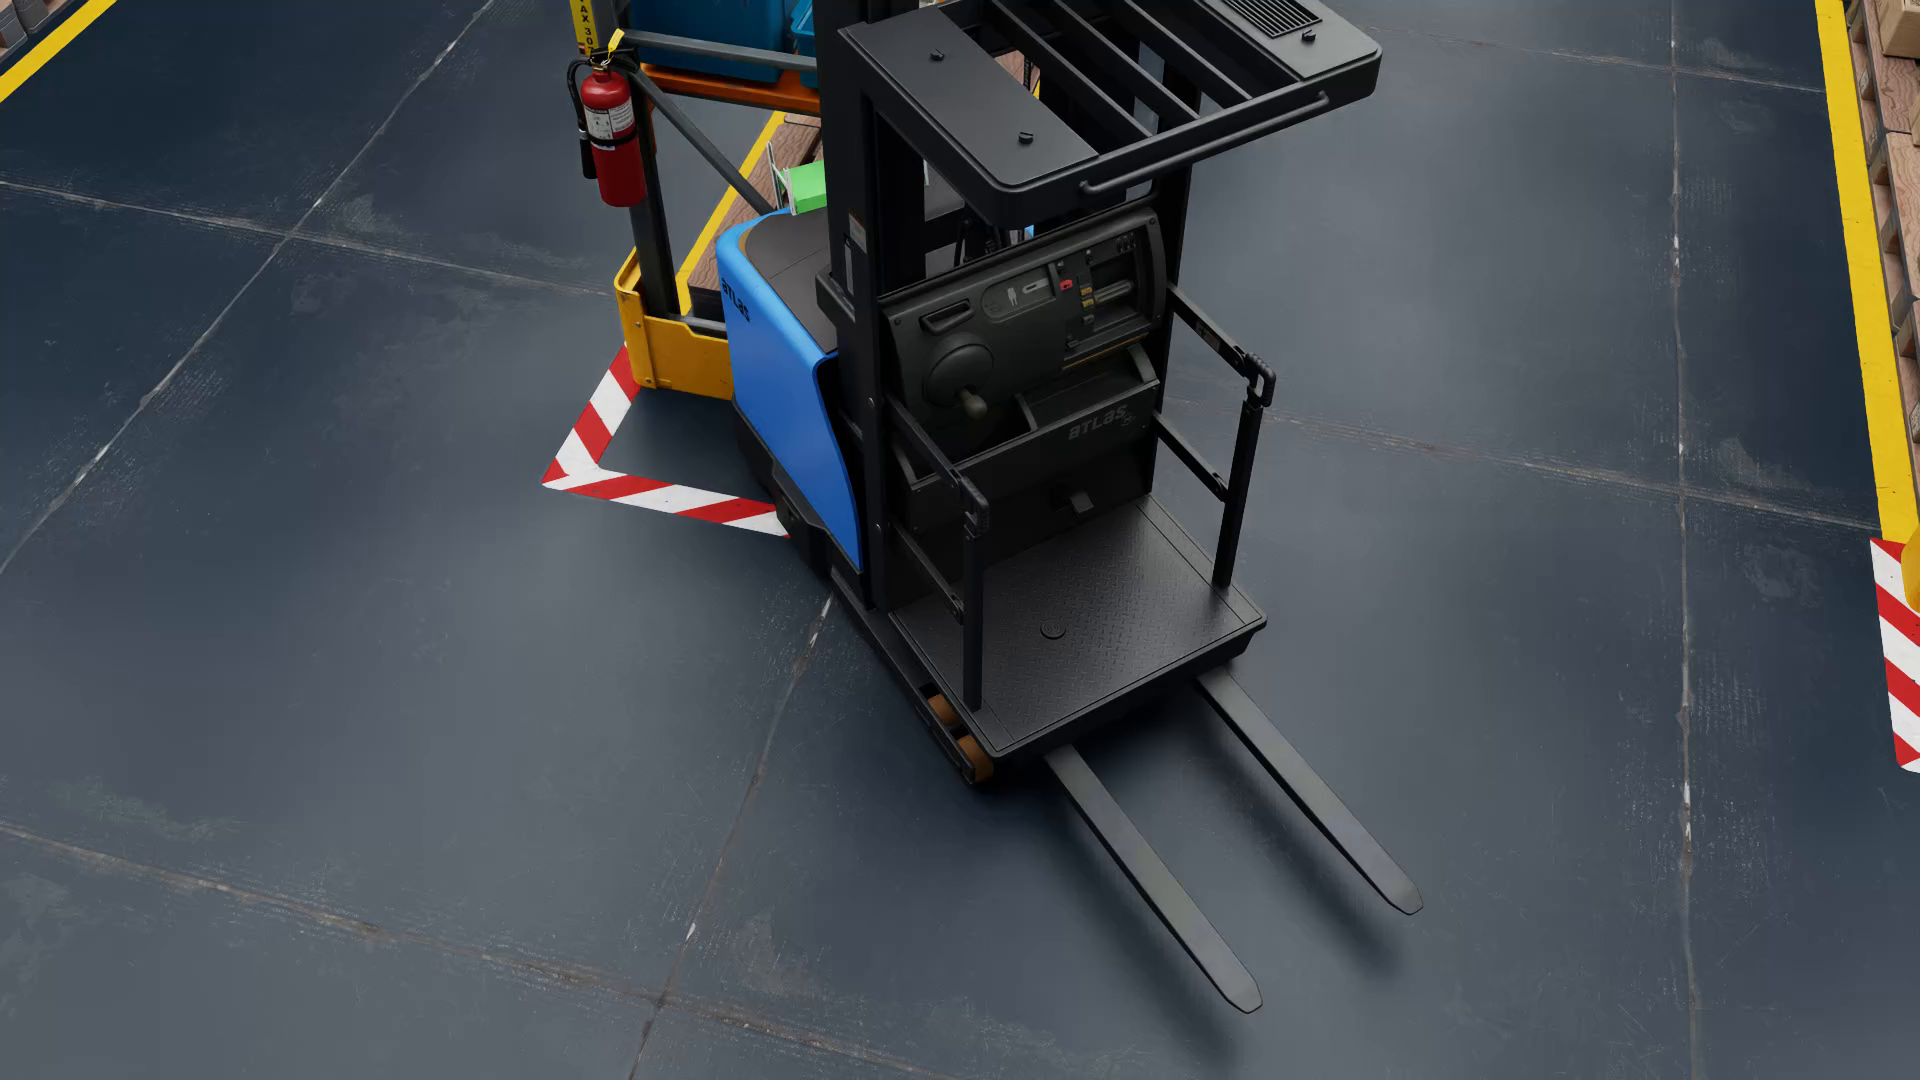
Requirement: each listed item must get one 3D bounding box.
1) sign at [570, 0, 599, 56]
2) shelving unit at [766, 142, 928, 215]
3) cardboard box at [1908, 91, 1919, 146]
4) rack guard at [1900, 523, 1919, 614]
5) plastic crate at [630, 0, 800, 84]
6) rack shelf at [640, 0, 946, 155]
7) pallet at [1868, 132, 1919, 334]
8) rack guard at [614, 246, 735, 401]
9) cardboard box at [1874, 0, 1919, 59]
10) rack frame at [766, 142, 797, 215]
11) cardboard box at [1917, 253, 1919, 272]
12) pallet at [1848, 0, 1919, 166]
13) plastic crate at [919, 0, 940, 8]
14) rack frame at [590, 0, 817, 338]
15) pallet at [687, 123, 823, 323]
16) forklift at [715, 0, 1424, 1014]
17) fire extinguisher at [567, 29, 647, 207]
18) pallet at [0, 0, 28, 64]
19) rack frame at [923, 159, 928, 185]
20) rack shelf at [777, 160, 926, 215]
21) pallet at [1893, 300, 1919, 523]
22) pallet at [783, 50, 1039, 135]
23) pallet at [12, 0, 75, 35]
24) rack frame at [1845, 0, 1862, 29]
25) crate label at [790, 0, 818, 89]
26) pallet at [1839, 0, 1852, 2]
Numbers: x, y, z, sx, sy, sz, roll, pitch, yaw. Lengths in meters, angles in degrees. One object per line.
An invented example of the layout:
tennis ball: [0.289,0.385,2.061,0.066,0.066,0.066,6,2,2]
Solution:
sign: [-1.293,-1.815,5.742,0.100,0.325,0.005,12,50,10]
shelving unit: [-0.351,-0.946,6.196,0.503,1.200,0.258,-18,41,-13]
cardboard box: [4.535,-1.896,7.519,0.380,0.166,0.250,12,50,10]
rack guard: [4.040,0.089,5.838,1.175,0.500,0.348,12,50,10]
plastic crate: [-0.850,-1.974,5.928,0.616,0.435,0.499,12,50,10]
rack shelf: [-0.232,-2.872,7.264,1.077,0.370,4.000,12,50,10]
pallet: [4.572,-1.272,7.232,1.003,0.211,1.213,12,50,10]
rack guard: [-0.752,-0.817,6.637,1.175,0.500,0.348,12,50,10]
cardboard box: [4.753,-2.572,8.019,0.500,0.311,0.500,12,50,10]
rack frame: [-0.577,-0.872,6.142,0.015,1.200,0.240,-18,41,-13]
cardboard box: [4.204,-1.042,6.710,0.500,0.250,0.500,12,50,10]
pallet: [4.891,-2.157,8.014,1.003,0.211,1.213,12,50,10]
plastic crate: [-0.211,-1.926,6.085,0.250,0.136,0.298,12,50,10]
rack frame: [-0.758,-1.664,5.718,1.000,3.000,0.127,12,50,10]
pallet: [-0.503,-1.330,7.283,1.003,0.211,1.213,12,50,10]
forklift: [0.325,-0.566,4.795,1.130,2.935,3.031,-24,53,-20]
fire extinguisher: [-1.236,-1.495,5.869,0.296,0.674,0.183,12,50,10]
pallet: [-5.401,-2.312,8.150,1.003,0.211,1.213,12,50,10]
rack frame: [-0.125,-1.020,6.251,0.015,1.200,0.240,-18,41,-13]
rack shelf: [-0.390,-1.262,5.929,0.480,0.148,0.258,-18,41,-13]
pallet: [4.249,-0.393,6.456,1.003,0.211,1.213,12,50,10]
pallet: [-0.180,-2.210,8.059,1.003,0.211,1.213,12,50,10]
pallet: [-5.078,-3.192,8.926,1.003,0.211,1.213,12,50,10]
rack frame: [5.073,-3.577,7.406,1.000,3.000,0.127,12,50,10]
crate label: [-0.375,-1.742,5.858,0.416,0.233,0.303,12,50,10]
pallet: [5.250,-3.250,8.978,1.003,0.211,1.213,12,50,10]
